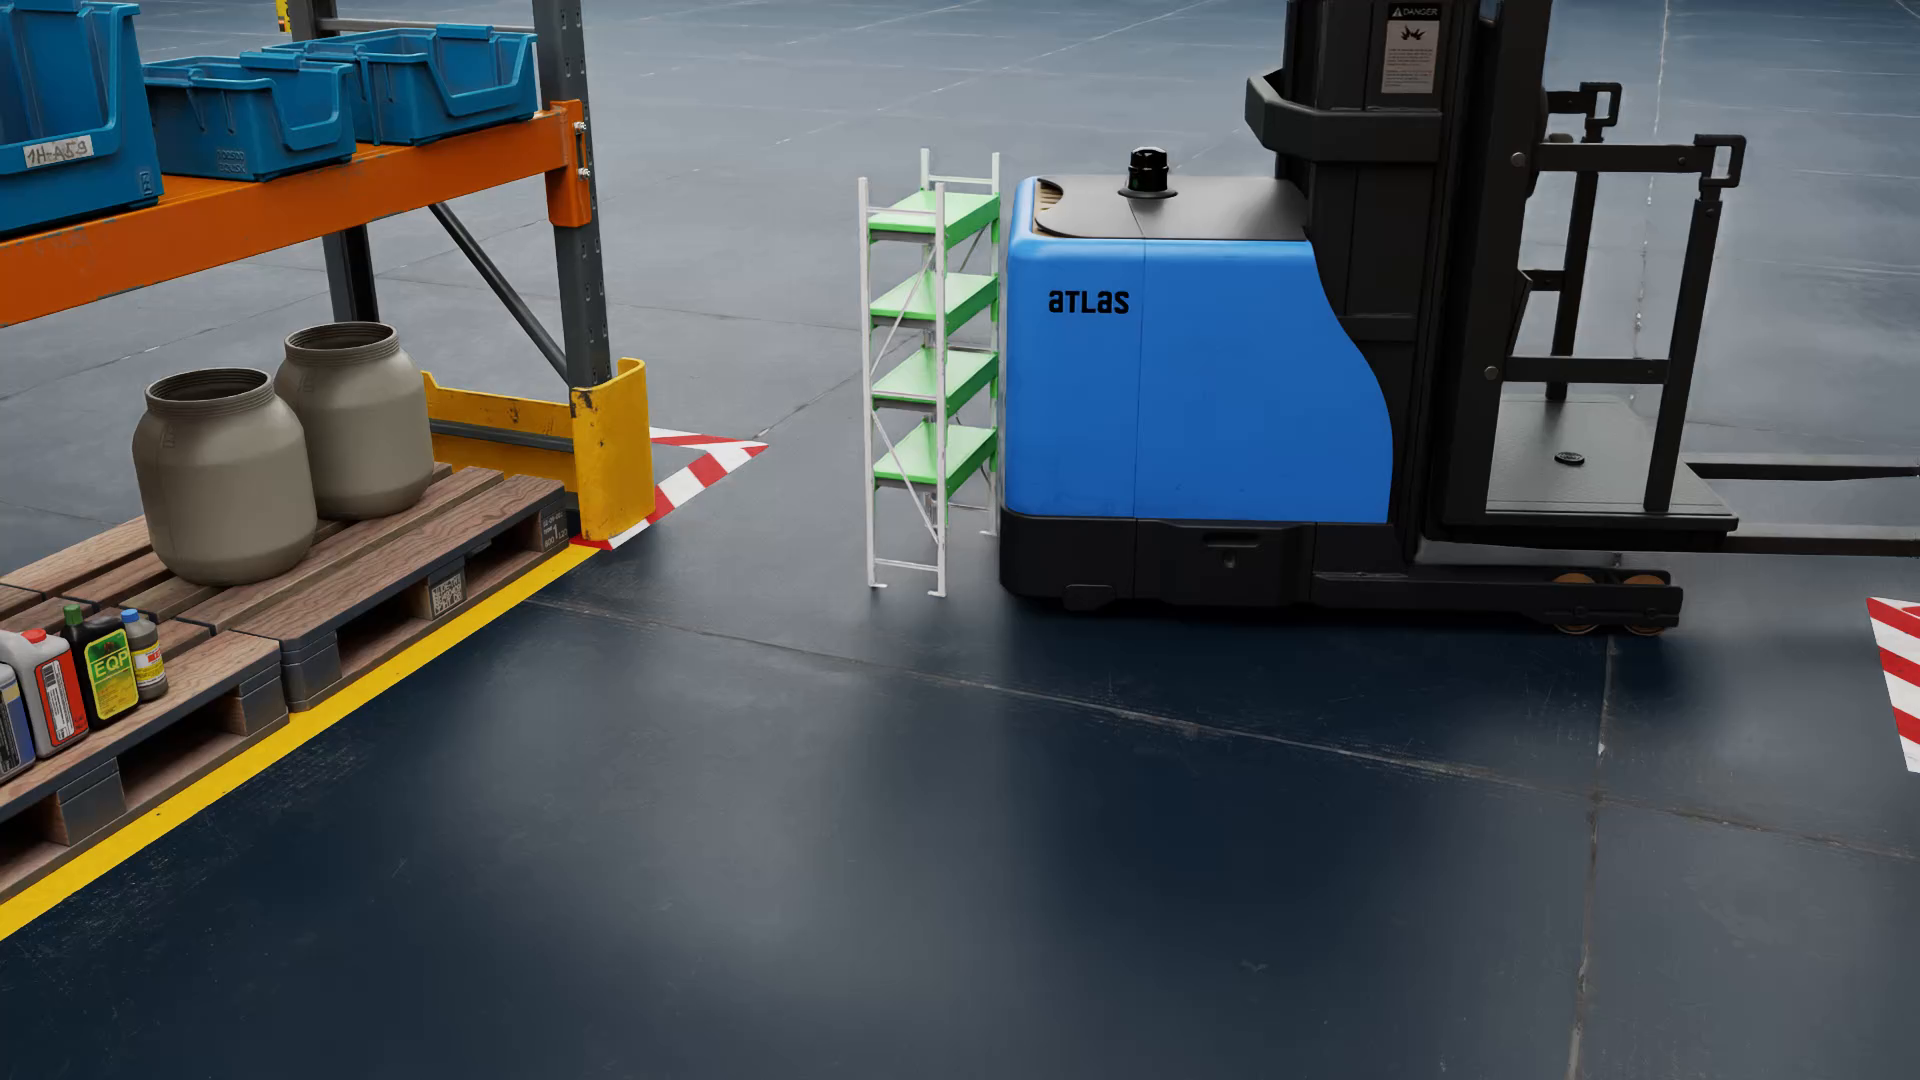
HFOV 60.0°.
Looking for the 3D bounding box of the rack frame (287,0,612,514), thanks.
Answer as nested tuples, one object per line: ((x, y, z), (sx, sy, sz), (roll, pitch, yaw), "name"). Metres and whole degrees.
((-1.607, -1.552, 5.074), (1.000, 3.000, 0.127), (9, 24, 20), "rack frame")

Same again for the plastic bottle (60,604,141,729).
((-1.909, 0.263, 3.683), (0.061, 0.283, 0.133), (9, 24, 21), "plastic bottle")

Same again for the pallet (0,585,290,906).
((-2.353, 0.494, 3.794), (1.003, 0.211, 1.213), (9, 24, 20), "pallet")

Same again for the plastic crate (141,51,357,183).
((-1.762, -1.030, 4.017), (0.499, 0.251, 0.408), (9, 24, 20), "plastic crate")

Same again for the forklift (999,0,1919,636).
((1.650, -1.297, 4.553), (3.031, 2.935, 1.130), (1, 23, 3), "forklift")

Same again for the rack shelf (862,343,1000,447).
((-0.077, -0.434, 4.897), (0.258, 0.148, 0.480), (8, 24, 17), "rack shelf")

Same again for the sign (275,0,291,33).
((-2.116, -1.760, 5.213), (0.100, 0.325, 0.005), (9, 24, 20), "sign")

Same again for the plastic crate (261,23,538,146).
((-1.515, -1.261, 4.571), (0.499, 0.251, 0.616), (9, 24, 20), "plastic crate")

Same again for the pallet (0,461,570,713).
((-1.898, 0.059, 4.836), (1.003, 0.211, 1.213), (9, 24, 20), "pallet")

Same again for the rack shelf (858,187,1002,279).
((-0.077, -0.876, 4.711), (0.258, 0.148, 0.480), (8, 24, 17), "rack shelf")

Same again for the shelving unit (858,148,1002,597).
((-0.077, -0.493, 4.872), (0.258, 1.200, 0.503), (8, 24, 17), "shelving unit")

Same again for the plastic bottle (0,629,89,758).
((-2.001, 0.308, 3.584), (0.152, 0.276, 0.135), (9, 24, 20), "plastic bottle")

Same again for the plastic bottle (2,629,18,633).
((-2.100, 0.290, 3.618), (0.061, 0.283, 0.133), (9, 24, 20), "plastic bottle")

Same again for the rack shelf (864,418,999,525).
((-0.077, -0.212, 4.990), (0.258, 0.148, 0.480), (8, 24, 17), "rack shelf")

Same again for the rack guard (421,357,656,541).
((-1.591, -0.365, 5.474), (1.175, 0.500, 0.348), (9, 24, 20), "rack guard")

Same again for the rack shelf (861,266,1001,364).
((-0.077, -0.655, 4.804), (0.258, 0.148, 0.480), (8, 24, 17), "rack shelf")

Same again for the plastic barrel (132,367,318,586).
((-1.967, -0.172, 4.453), (0.421, 0.512, 0.421), (0, 23, 0), "plastic barrel")

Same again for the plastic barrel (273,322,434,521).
((-1.780, -0.351, 4.882), (0.421, 0.512, 0.421), (0, 23, 0), "plastic barrel")

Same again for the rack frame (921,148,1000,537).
((0.002, -0.582, 5.085), (0.240, 1.200, 0.015), (8, 24, 17), "rack frame")

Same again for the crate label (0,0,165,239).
((-2.039, -0.871, 3.397), (0.502, 0.435, 0.616), (9, 24, 20), "crate label")

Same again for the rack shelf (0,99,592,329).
((-2.350, -0.504, 3.499), (1.077, 0.370, 4.000), (9, 24, 20), "rack shelf")

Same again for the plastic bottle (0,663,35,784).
((-2.053, 0.358, 3.465), (0.152, 0.276, 0.135), (8, 24, 19), "plastic bottle")

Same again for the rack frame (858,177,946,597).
((-0.156, -0.403, 4.659), (0.240, 1.200, 0.015), (8, 24, 17), "rack frame")

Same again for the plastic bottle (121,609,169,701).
((-1.882, 0.256, 3.805), (0.097, 0.201, 0.097), (0, 23, 0), "plastic bottle")
